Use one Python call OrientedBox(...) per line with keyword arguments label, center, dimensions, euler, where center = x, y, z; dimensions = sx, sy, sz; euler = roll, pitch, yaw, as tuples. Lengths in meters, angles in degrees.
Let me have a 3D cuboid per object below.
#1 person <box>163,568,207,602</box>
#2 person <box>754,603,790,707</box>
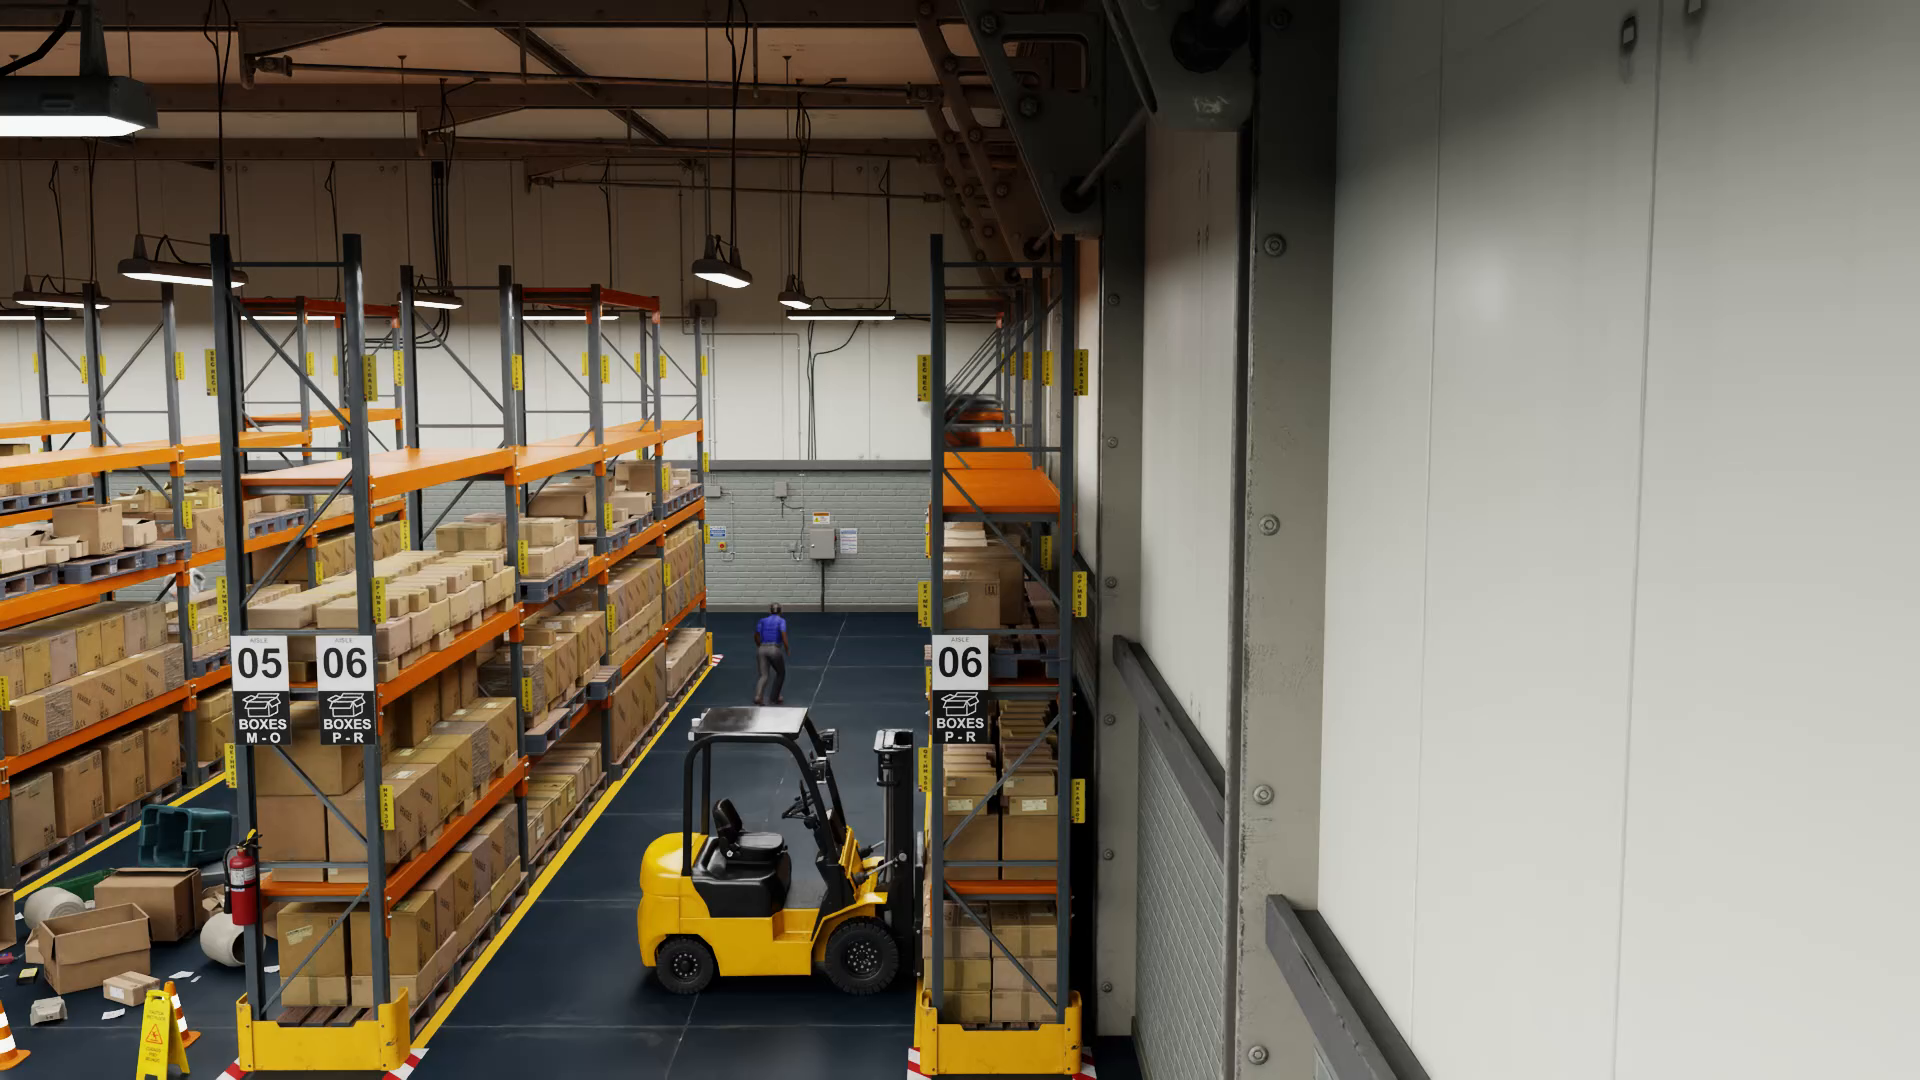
OrientedBox(label="person", center=(-13.582, 1.095, 29.203), dimensions=(0.666, 1.783, 0.903), euler=(-1, 6, -12))
OrientedBox(label="person", center=(-2.829, 1.726, 24.409), dimensions=(0.572, 1.511, 1.015), euler=(2, 7, 17))
